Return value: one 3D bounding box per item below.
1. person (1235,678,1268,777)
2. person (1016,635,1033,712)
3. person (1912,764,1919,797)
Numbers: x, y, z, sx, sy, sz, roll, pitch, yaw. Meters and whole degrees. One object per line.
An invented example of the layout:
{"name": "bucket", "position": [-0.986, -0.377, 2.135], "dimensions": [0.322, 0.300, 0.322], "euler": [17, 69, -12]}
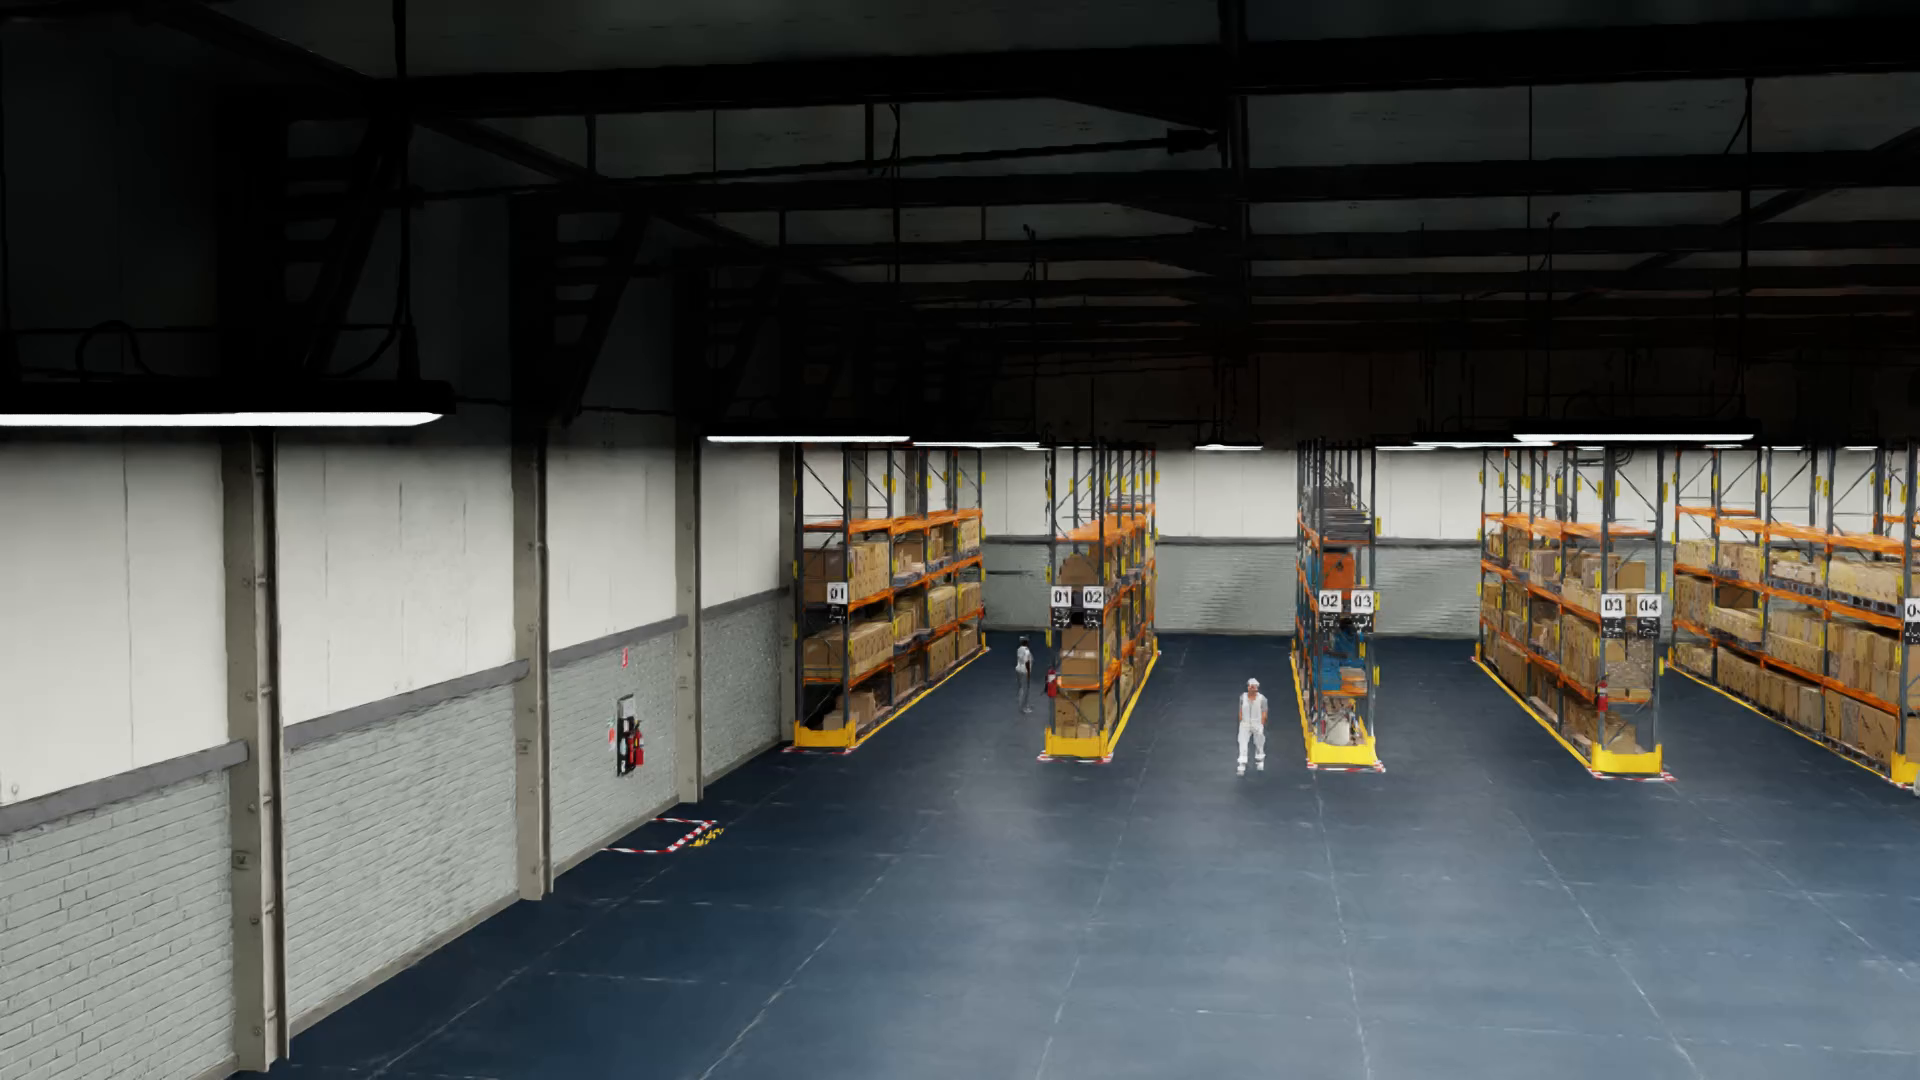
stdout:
{"name": "person", "position": [5.165, 3.290, 29.356], "dimensions": [0.534, 1.725, 1.036], "euler": [1, 3, 19]}
{"name": "person", "position": [1.448, 2.934, 36.666], "dimensions": [0.422, 1.677, 0.502], "euler": [-1, 3, -22]}
{"name": "person", "position": [15.928, 3.417, 27.081], "dimensions": [0.535, 1.708, 1.036], "euler": [0, 3, 1]}
